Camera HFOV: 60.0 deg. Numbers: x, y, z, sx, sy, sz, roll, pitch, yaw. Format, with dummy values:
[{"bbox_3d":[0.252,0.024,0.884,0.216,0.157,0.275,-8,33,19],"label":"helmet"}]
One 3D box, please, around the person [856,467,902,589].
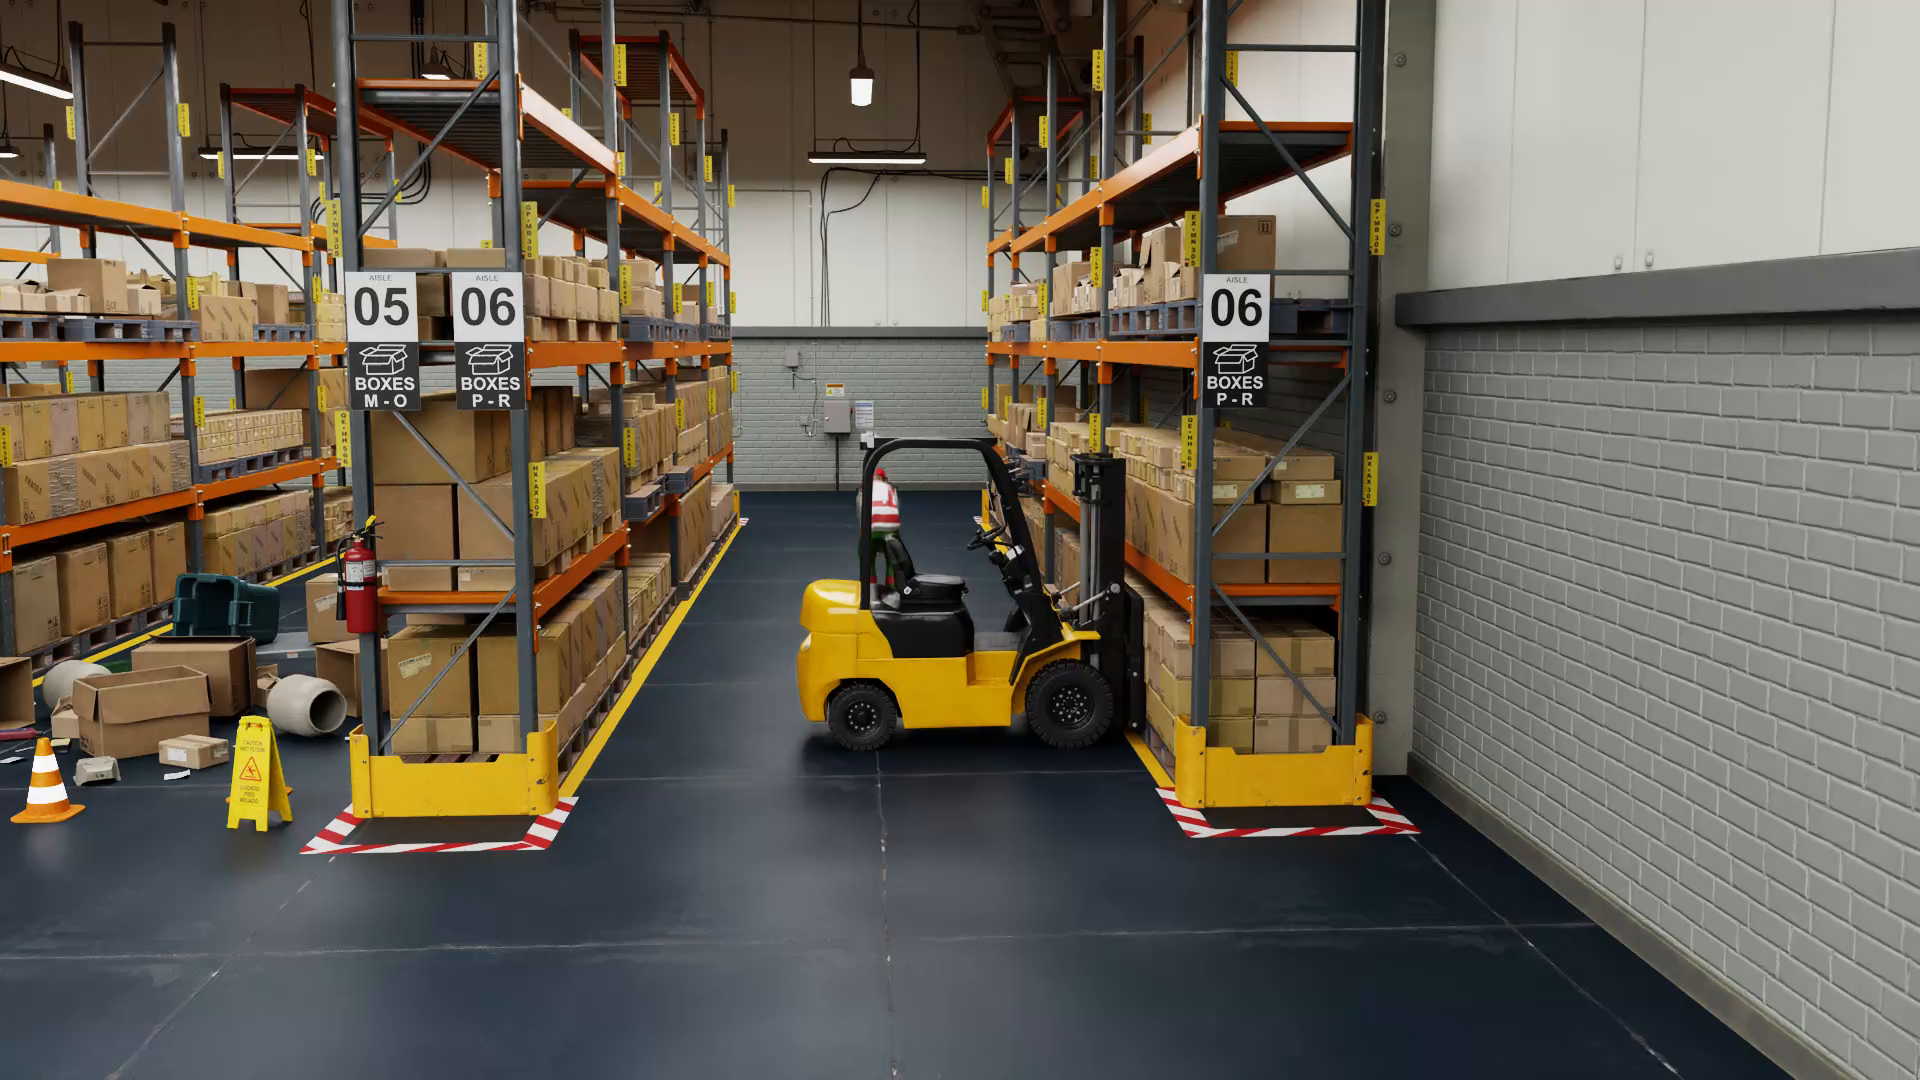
[{"bbox_3d":[-0.856,-0.014,17.586,0.484,1.472,0.858,-1,7,-5],"label":"person"}]
